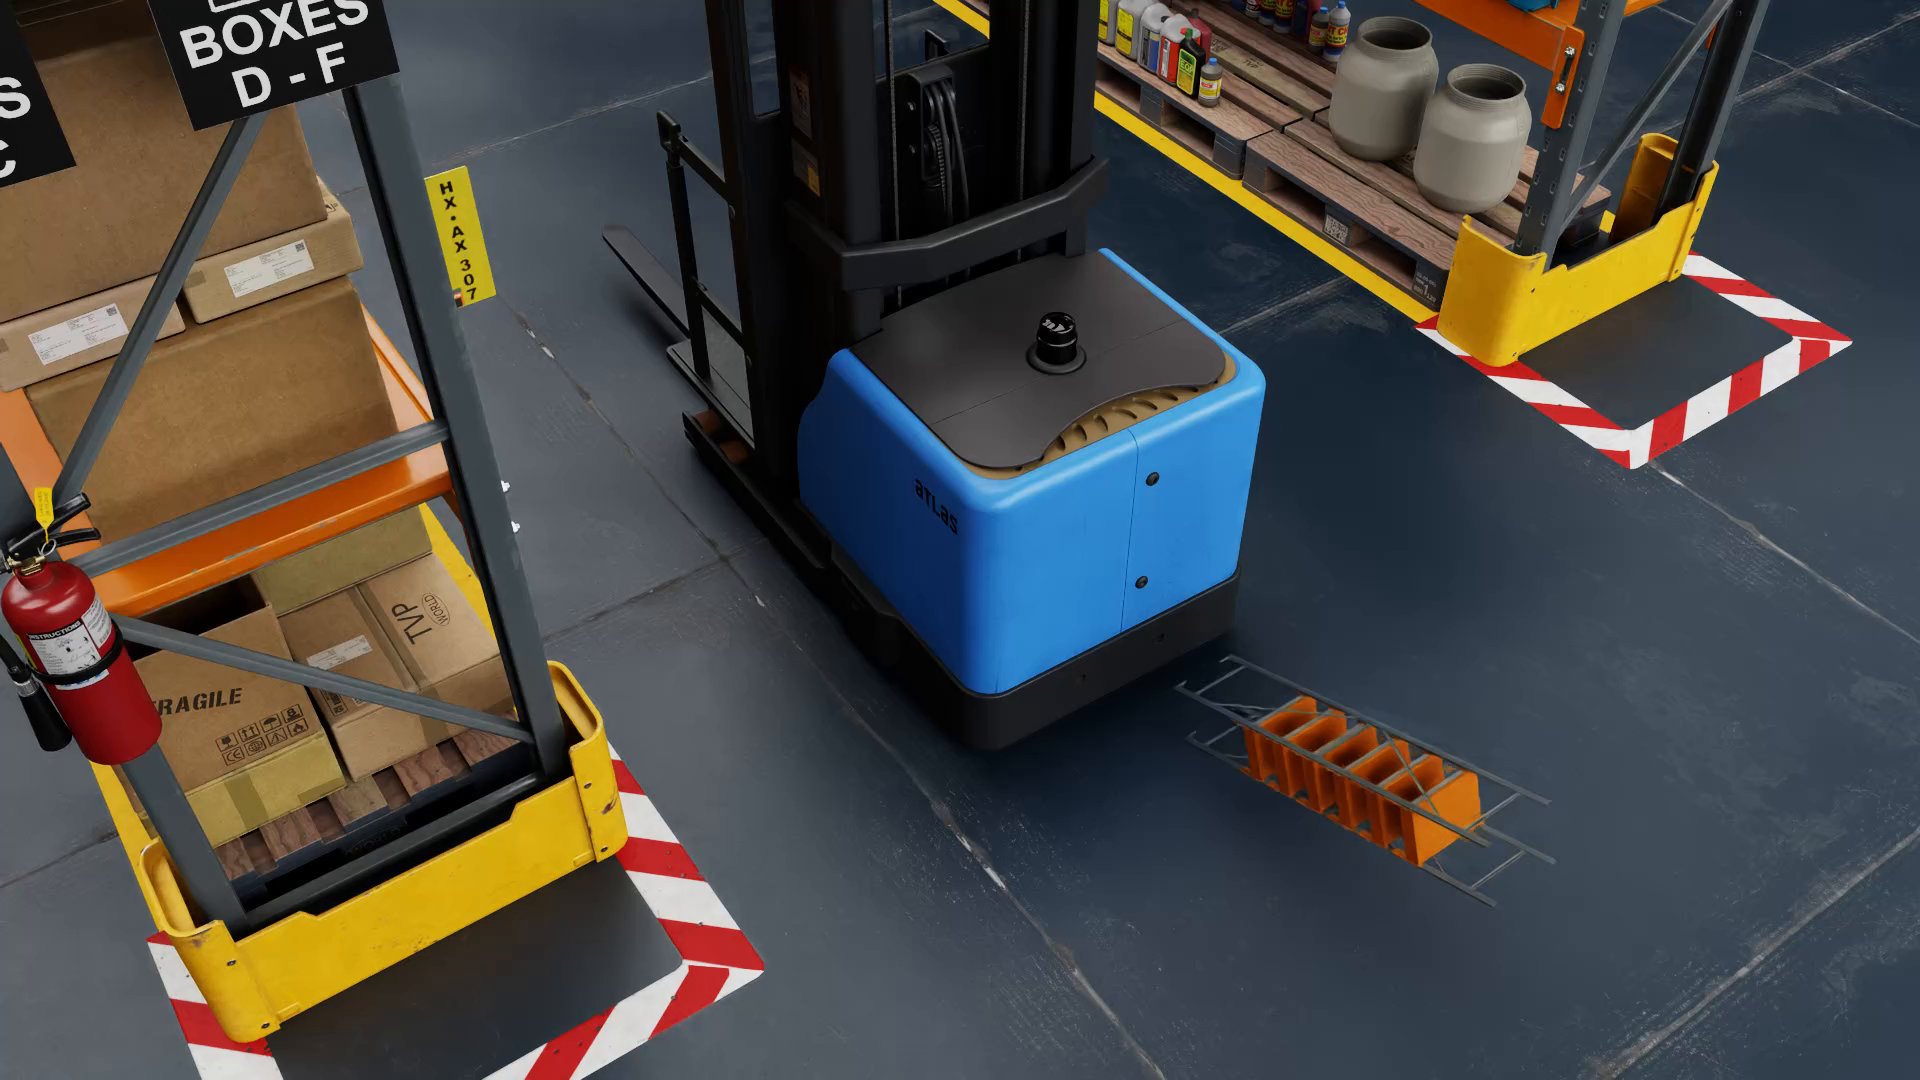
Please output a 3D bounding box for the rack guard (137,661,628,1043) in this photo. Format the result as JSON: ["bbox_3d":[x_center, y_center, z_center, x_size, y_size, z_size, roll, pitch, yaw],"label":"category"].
[{"bbox_3d":[-1.519,0.830,4.519,1.175,0.500,0.348,-26,49,-24],"label":"rack guard"}]

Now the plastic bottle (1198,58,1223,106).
[{"bbox_3d":[1.122,-2.056,7.440,0.097,0.201,0.097,0,44,0],"label":"plastic bottle"}]

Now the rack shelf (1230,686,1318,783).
[{"bbox_3d":[0.928,0.561,4.860,0.258,0.180,0.103,-26,27,-25],"label":"rack shelf"}]

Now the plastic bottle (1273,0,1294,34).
[{"bbox_3d":[1.555,-2.559,7.915,0.097,0.271,0.097,0,44,0],"label":"plastic bottle"}]

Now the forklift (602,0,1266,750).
[{"bbox_3d":[-0.344,-1.420,5.115,1.130,2.935,3.031,-25,49,-23],"label":"forklift"}]

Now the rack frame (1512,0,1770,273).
[{"bbox_3d":[2.532,-2.042,5.717,1.000,3.000,0.127,-26,49,-24],"label":"rack frame"}]

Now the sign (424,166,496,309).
[{"bbox_3d":[-1.074,-0.645,3.570,0.100,0.325,0.005,-26,49,-24],"label":"sign"}]

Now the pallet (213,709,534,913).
[{"bbox_3d":[-2.005,0.504,5.069,1.003,0.211,1.213,-26,49,-24],"label":"pallet"}]

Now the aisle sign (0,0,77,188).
[{"bbox_3d":[-1.736,-0.875,2.611,0.394,0.787,0.004,-26,49,-24],"label":"aisle sign"}]

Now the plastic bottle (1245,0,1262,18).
[{"bbox_3d":[1.441,-2.646,8.058,0.097,0.201,0.097,0,44,0],"label":"plastic bottle"}]

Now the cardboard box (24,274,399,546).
[{"bbox_3d":[-1.789,-0.393,3.917,0.700,0.500,0.500,-26,49,-24],"label":"cardboard box"}]

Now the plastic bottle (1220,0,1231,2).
[{"bbox_3d":[1.323,-2.763,8.179,0.097,0.201,0.097,0,44,0],"label":"plastic bottle"}]

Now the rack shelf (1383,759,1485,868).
[{"bbox_3d":[1.249,0.712,4.377,0.258,0.180,0.103,-26,27,-25],"label":"rack shelf"}]

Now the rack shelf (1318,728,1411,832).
[{"bbox_3d":[1.121,0.652,4.570,0.258,0.180,0.103,-26,27,-25],"label":"rack shelf"}]

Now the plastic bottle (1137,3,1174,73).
[{"bbox_3d":[0.921,-2.315,7.657,0.152,0.276,0.135,-27,50,-25],"label":"plastic bottle"}]

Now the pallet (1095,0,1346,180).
[{"bbox_3d":[1.296,-2.211,7.913,1.003,0.211,1.213,-26,49,-24],"label":"pallet"}]

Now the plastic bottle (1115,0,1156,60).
[{"bbox_3d":[0.823,-2.435,7.728,0.144,0.351,0.185,-24,49,-23],"label":"plastic bottle"}]

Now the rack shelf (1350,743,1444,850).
[{"bbox_3d":[1.185,0.682,4.474,0.258,0.180,0.103,-26,27,-25],"label":"rack shelf"}]

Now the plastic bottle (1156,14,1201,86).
[{"bbox_3d":[1.000,-2.237,7.575,0.152,0.276,0.135,-25,49,-24],"label":"plastic bottle"}]

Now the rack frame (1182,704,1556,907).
[{"bbox_3d":[1.100,0.713,4.670,0.240,0.006,1.200,-26,27,-25],"label":"rack frame"}]

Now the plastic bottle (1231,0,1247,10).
[{"bbox_3d":[1.381,-2.730,8.095,0.097,0.271,0.097,0,44,0],"label":"plastic bottle"}]

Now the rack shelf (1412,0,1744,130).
[{"bbox_3d":[1.388,-2.915,7.152,1.077,0.370,4.000,-26,49,-24],"label":"rack shelf"}]

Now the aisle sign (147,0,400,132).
[{"bbox_3d":[-1.244,-1.112,2.860,0.394,0.787,0.004,-26,49,-24],"label":"aisle sign"}]

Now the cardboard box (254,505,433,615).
[{"bbox_3d":[-1.945,-0.190,4.921,0.500,0.500,0.500,-26,49,-24],"label":"cardboard box"}]

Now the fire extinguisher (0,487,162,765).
[{"bbox_3d":[-1.846,0.191,3.434,0.296,0.674,0.183,-26,49,-24],"label":"fire extinguisher"}]

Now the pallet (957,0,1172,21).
[{"bbox_3d":[0.594,-2.902,8.637,1.003,0.211,1.213,-26,49,-24],"label":"pallet"}]

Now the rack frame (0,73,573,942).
[{"bbox_3d":[-1.533,-0.088,3.670,1.000,3.000,0.127,-26,49,-24],"label":"rack frame"}]

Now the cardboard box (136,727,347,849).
[{"bbox_3d":[-2.082,0.568,4.670,0.500,0.250,0.500,-26,49,-24],"label":"cardboard box"}]

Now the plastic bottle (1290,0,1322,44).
[{"bbox_3d":[1.636,-2.504,7.850,0.061,0.283,0.133,-25,49,-24],"label":"plastic bottle"}]

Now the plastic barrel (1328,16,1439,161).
[{"bbox_3d":[1.806,-1.921,7.087,0.421,0.512,0.421,0,44,0],"label":"plastic barrel"}]

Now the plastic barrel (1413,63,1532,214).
[{"bbox_3d":[2.093,-1.637,6.790,0.421,0.512,0.421,0,44,0],"label":"plastic barrel"}]

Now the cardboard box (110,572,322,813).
[{"bbox_3d":[-2.084,0.297,4.410,0.500,0.500,0.500,-26,49,-24],"label":"cardboard box"}]

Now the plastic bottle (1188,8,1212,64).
[{"bbox_3d":[1.087,-2.282,7.617,0.061,0.283,0.133,-26,49,-24],"label":"plastic bottle"}]

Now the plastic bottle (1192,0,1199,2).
[{"bbox_3d":[1.146,-2.806,8.166,0.061,0.283,0.133,-26,49,-24],"label":"plastic bottle"}]

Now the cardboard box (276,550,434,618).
[{"bbox_3d":[-1.946,0.082,5.179,0.500,0.250,0.500,-26,49,-24],"label":"cardboard box"}]

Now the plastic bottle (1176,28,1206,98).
[{"bbox_3d":[1.040,-2.145,7.473,0.061,0.283,0.133,-25,49,-24],"label":"plastic bottle"}]

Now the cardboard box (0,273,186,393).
[{"bbox_3d":[-1.908,-0.500,3.559,0.380,0.149,0.250,-27,50,-25],"label":"cardboard box"}]

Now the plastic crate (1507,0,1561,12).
[{"bbox_3d":[2.000,-2.154,5.942,0.499,0.251,0.616,-26,49,-24],"label":"plastic crate"}]

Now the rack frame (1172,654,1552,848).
[{"bbox_3d":[1.061,0.552,4.593,0.240,0.006,1.200,-26,27,-25],"label":"rack frame"}]

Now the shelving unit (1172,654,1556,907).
[{"bbox_3d":[1.080,0.633,4.631,0.258,0.189,1.200,-26,27,-25],"label":"shelving unit"}]

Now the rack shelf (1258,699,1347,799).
[{"bbox_3d":[0.992,0.591,4.764,0.258,0.180,0.103,-26,27,-25],"label":"rack shelf"}]

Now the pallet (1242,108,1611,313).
[{"bbox_3d":[1.990,-1.520,7.190,1.003,0.211,1.213,-26,49,-24],"label":"pallet"}]

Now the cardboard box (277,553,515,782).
[{"bbox_3d":[-1.657,0.363,4.884,0.500,0.250,0.500,-26,49,-24],"label":"cardboard box"}]

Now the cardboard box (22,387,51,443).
[{"bbox_3d":[-2.094,-0.689,4.227,0.700,0.500,0.500,-24,49,-23],"label":"cardboard box"}]

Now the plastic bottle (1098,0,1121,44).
[{"bbox_3d":[0.716,-2.540,7.838,0.144,0.351,0.185,-26,49,-25],"label":"plastic bottle"}]

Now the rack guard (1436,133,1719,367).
[{"bbox_3d":[2.450,-1.163,6.606,1.175,0.500,0.348,-26,49,-24],"label":"rack guard"}]

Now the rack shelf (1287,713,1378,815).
[{"bbox_3d":[1.057,0.621,4.667,0.258,0.180,0.103,-26,27,-25],"label":"rack shelf"}]

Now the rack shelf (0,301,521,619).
[{"bbox_3d":[-2.677,-0.960,5.105,1.077,0.370,4.000,-26,49,-24],"label":"rack shelf"}]

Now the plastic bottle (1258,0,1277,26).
[{"bbox_3d":[1.497,-2.615,7.975,0.097,0.271,0.097,0,44,0],"label":"plastic bottle"}]

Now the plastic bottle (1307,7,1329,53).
[{"bbox_3d":[1.691,-2.398,7.797,0.097,0.201,0.097,0,44,0],"label":"plastic bottle"}]

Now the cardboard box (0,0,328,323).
[{"bbox_3d":[-1.820,-0.893,3.501,0.700,0.500,0.500,-26,49,-24],"label":"cardboard box"}]

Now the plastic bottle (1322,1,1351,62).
[{"bbox_3d":[1.751,-2.365,7.712,0.097,0.271,0.097,0,44,0],"label":"plastic bottle"}]

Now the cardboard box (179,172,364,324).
[{"bbox_3d":[-1.581,-0.666,3.733,0.380,0.149,0.250,-26,49,-25],"label":"cardboard box"}]
